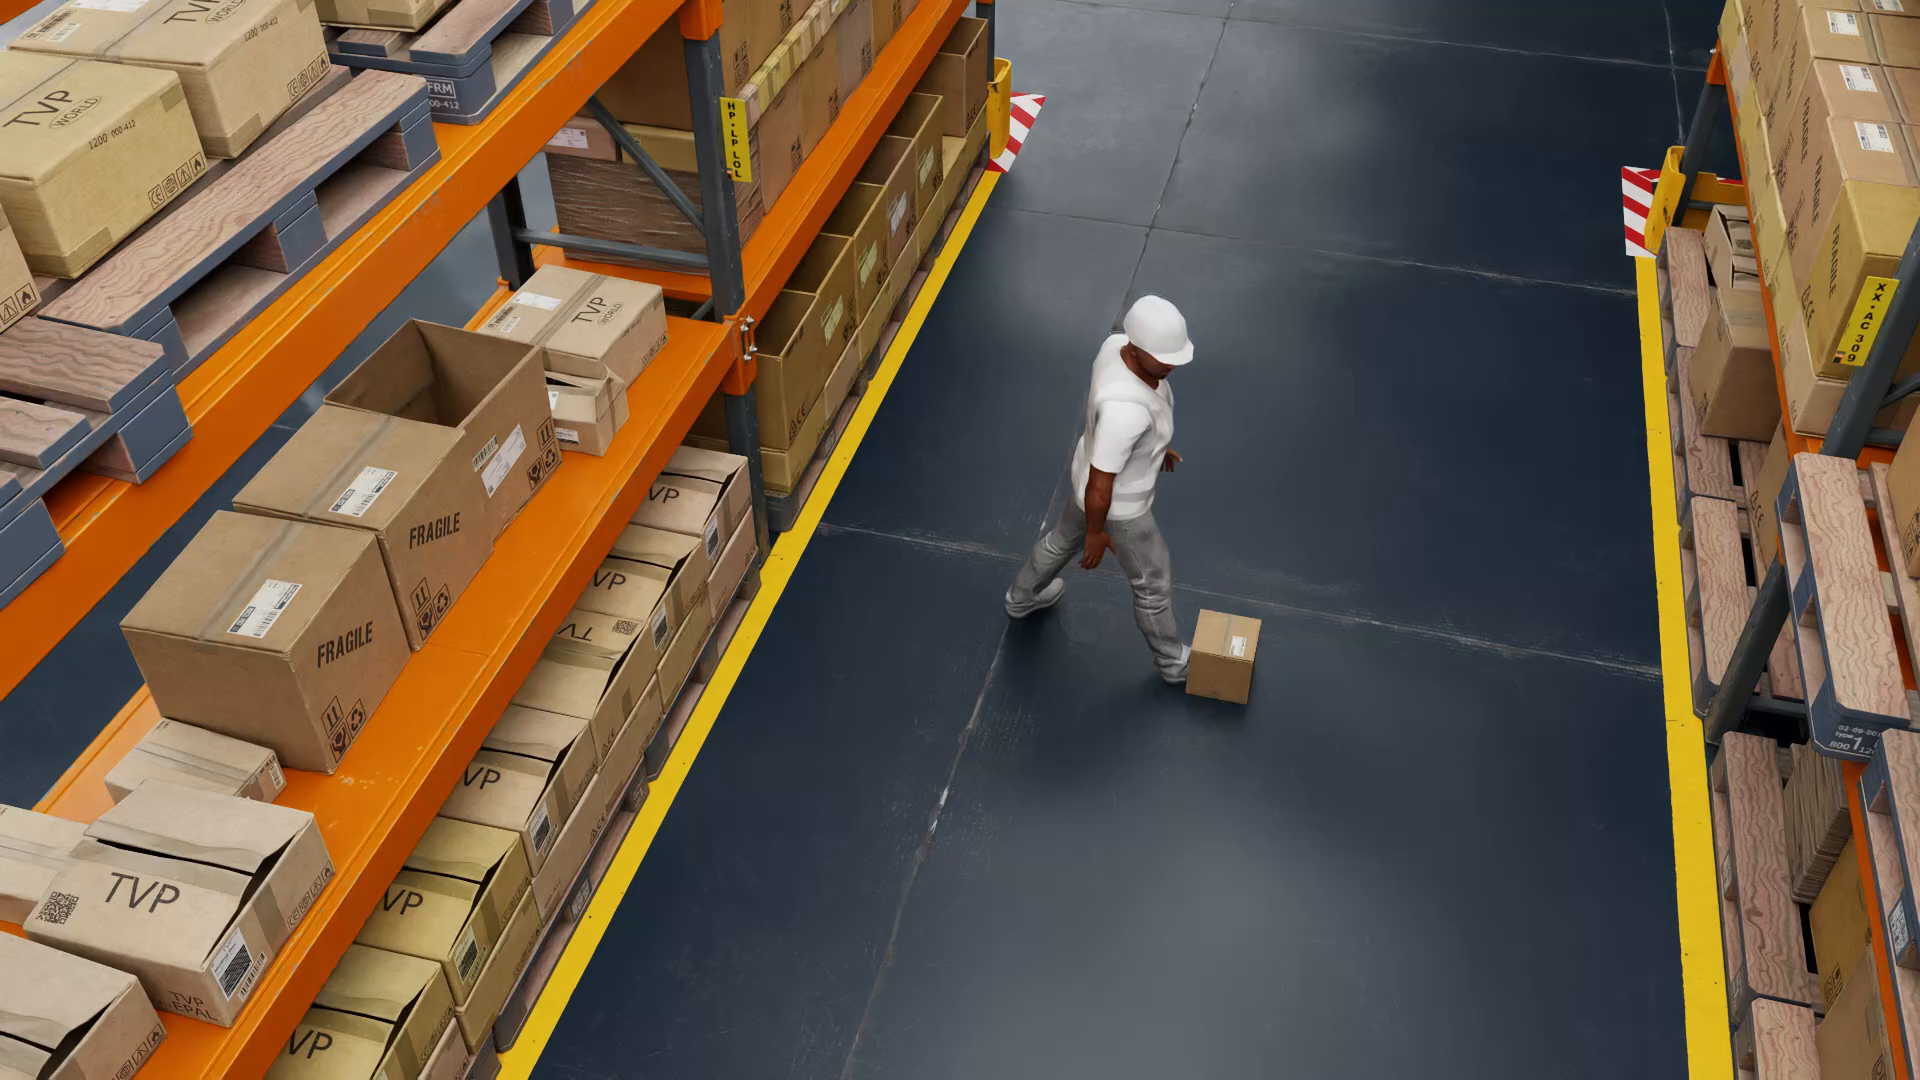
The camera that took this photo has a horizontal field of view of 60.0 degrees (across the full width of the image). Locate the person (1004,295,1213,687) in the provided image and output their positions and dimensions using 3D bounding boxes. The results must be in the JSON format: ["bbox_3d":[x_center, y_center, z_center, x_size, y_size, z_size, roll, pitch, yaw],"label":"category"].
[{"bbox_3d":[0.649,-0.218,6.407,0.918,1.736,0.659,0,41,-1],"label":"person"}]
